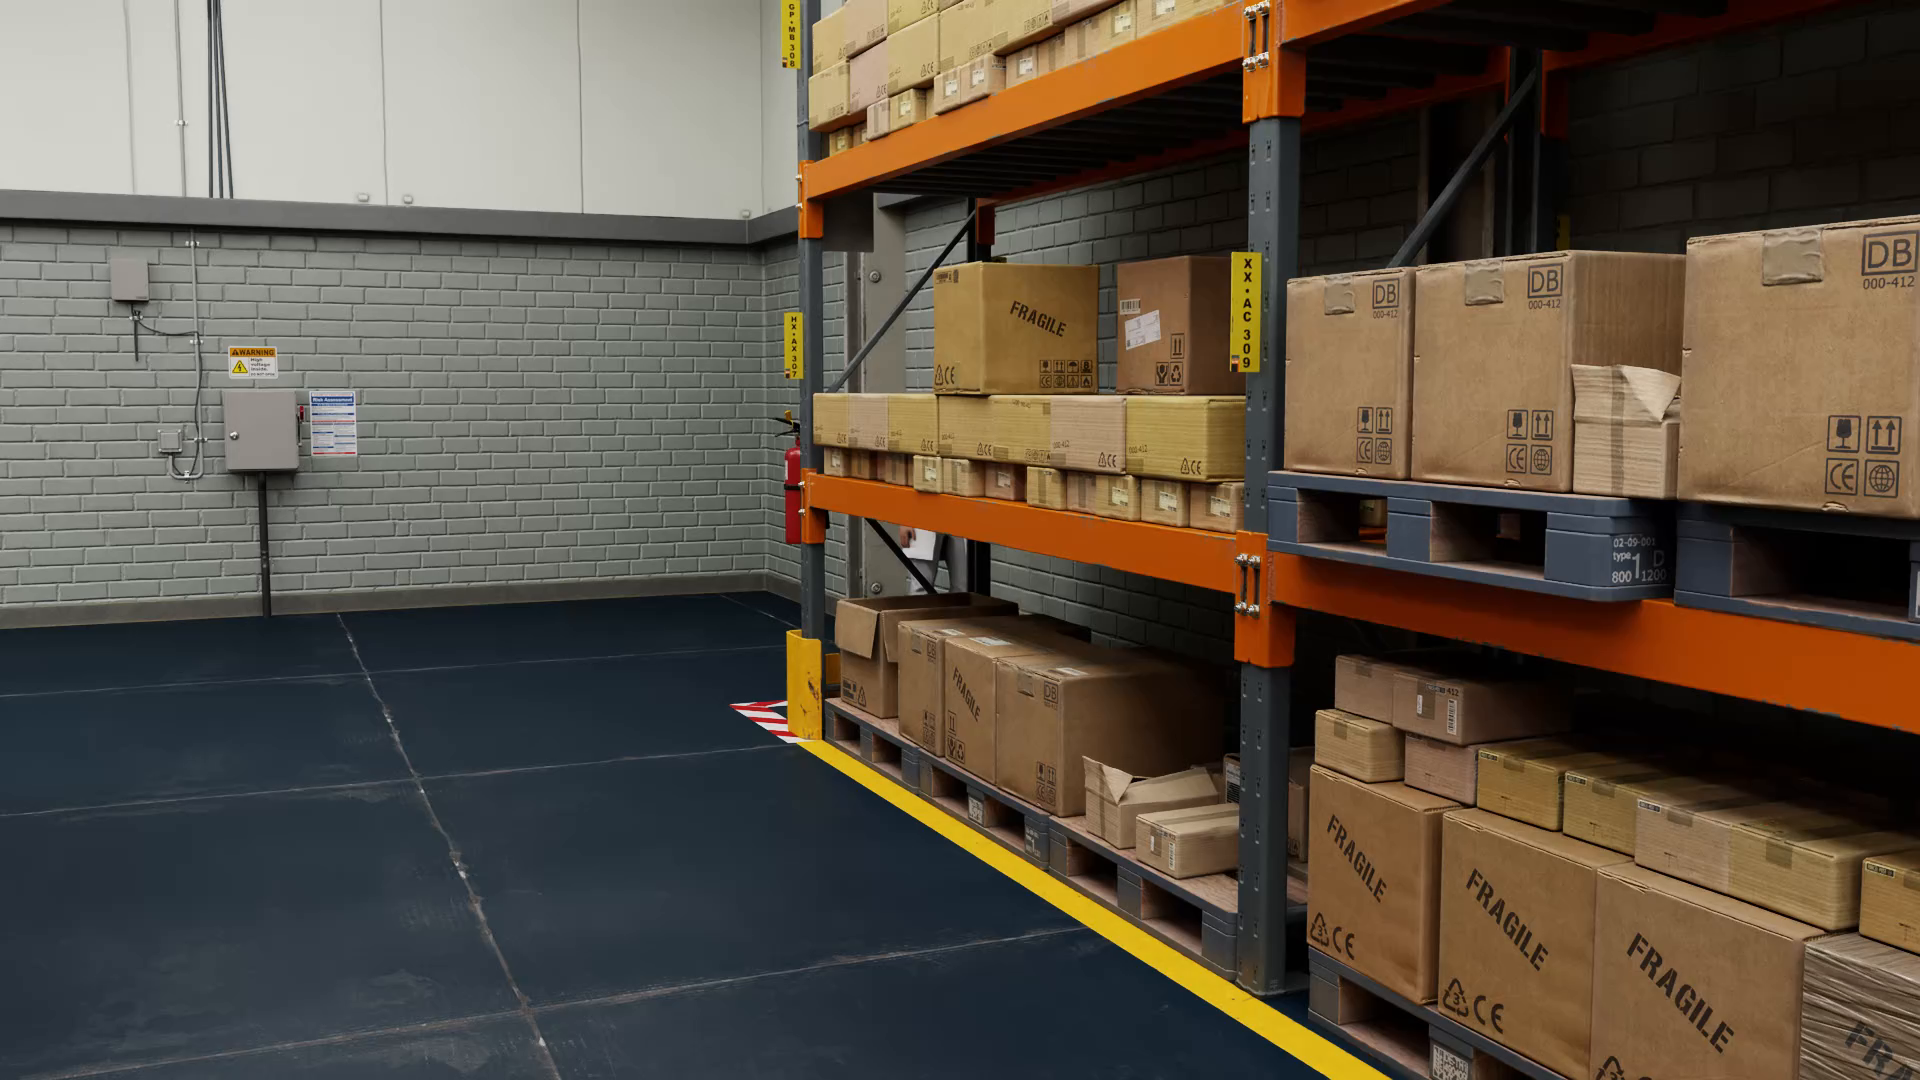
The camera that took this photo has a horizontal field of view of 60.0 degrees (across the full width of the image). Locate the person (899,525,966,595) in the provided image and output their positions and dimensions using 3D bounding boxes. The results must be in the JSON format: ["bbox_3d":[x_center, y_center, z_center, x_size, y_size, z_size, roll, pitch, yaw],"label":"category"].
[{"bbox_3d":[-0.096,-0.094,10.225,0.644,1.772,0.428,-2,6,-20],"label":"person"}]
